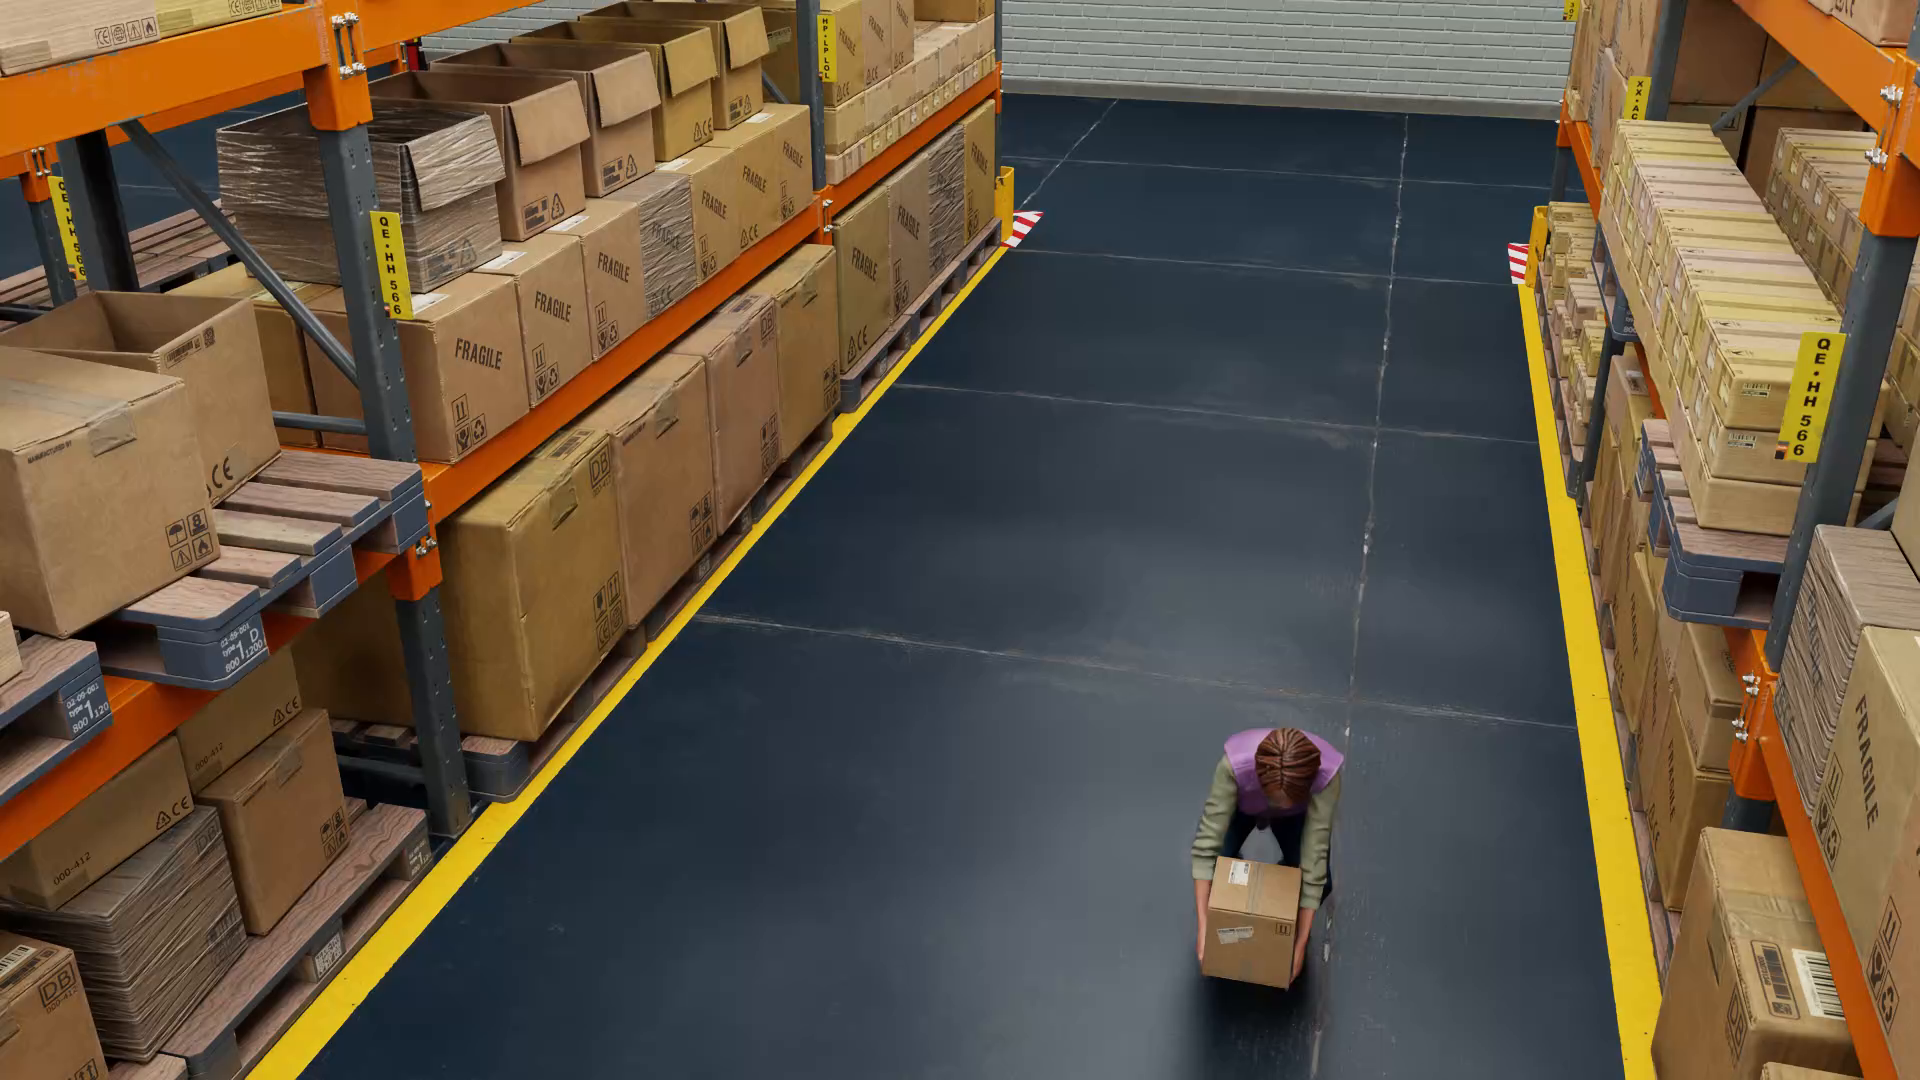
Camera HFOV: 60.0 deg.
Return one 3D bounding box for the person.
[{"bbox_3d":[0.943,0.873,5.116,0.430,0.907,0.814,6,26,12],"label":"person"}]
